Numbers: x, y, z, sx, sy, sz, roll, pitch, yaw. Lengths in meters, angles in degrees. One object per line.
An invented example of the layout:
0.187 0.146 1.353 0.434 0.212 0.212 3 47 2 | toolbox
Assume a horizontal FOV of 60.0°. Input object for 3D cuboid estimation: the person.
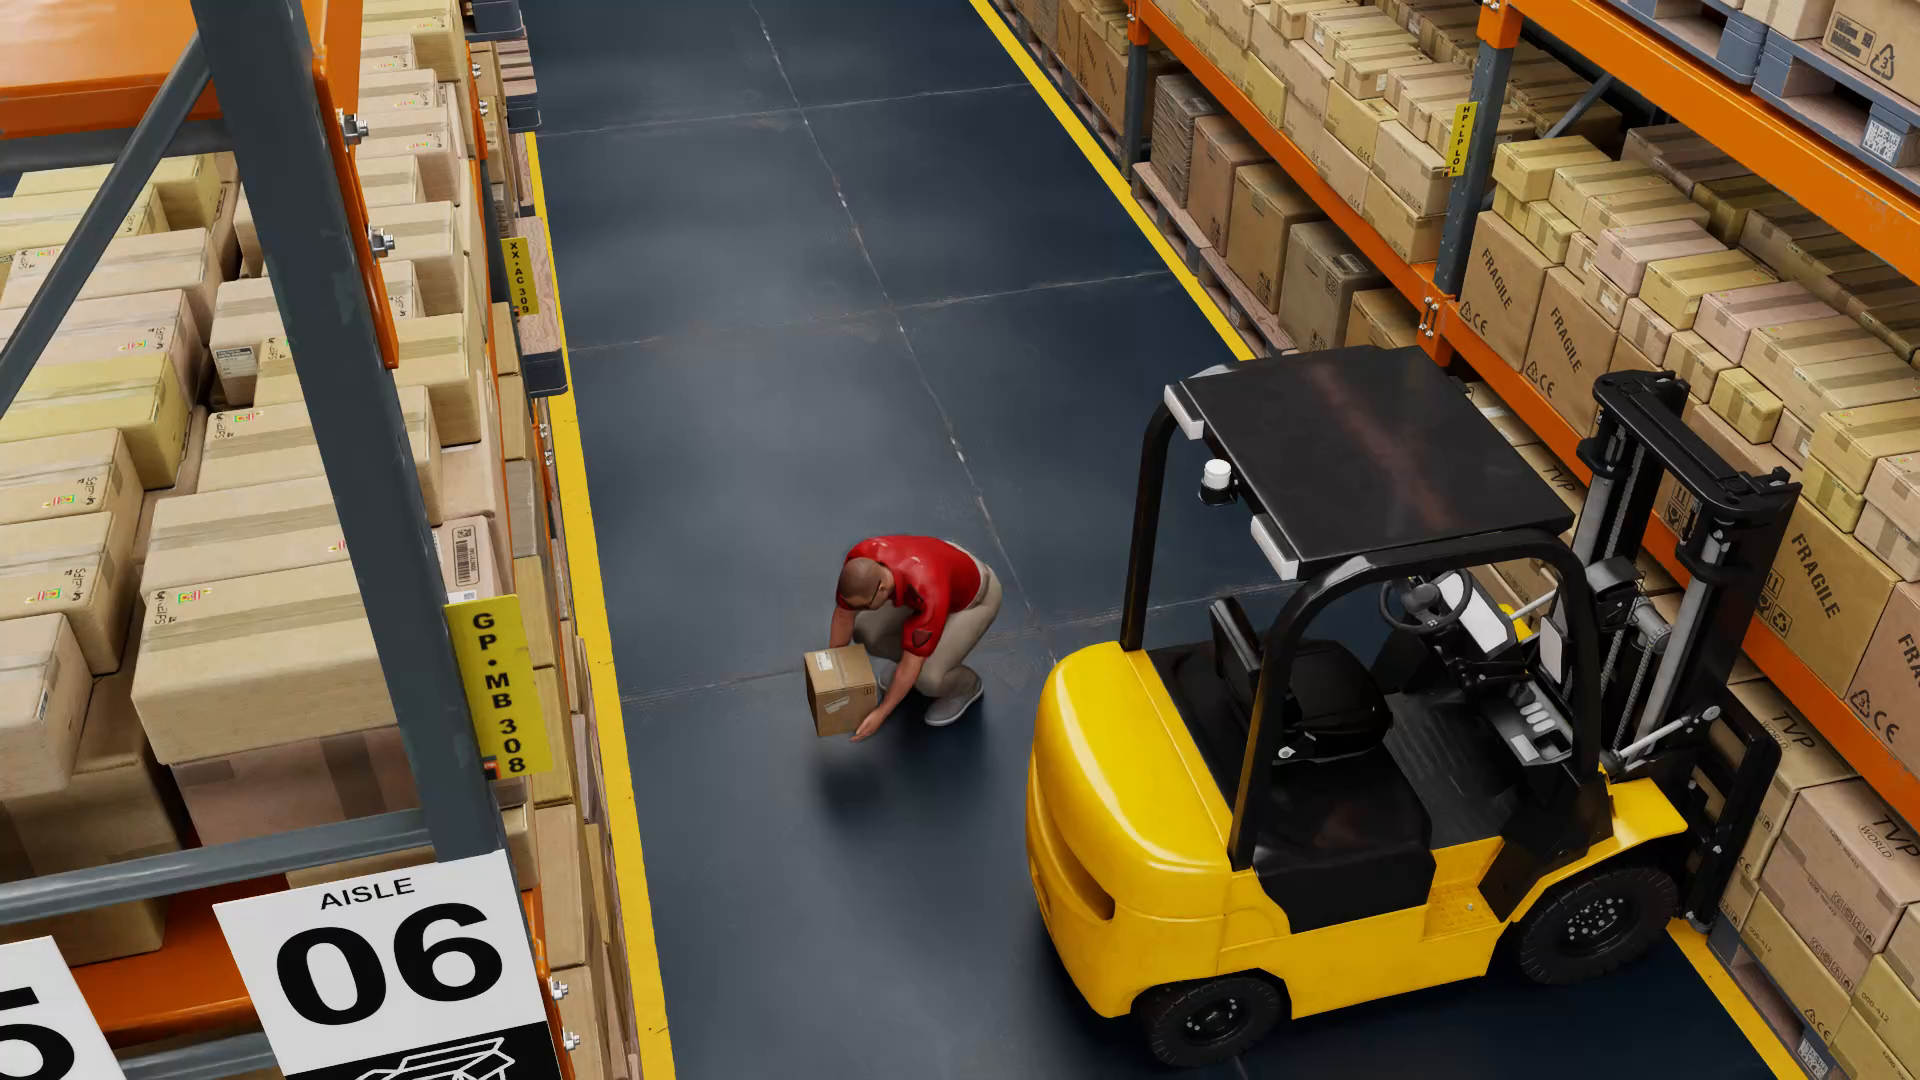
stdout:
-0.204 0.338 6.891 0.893 1.001 0.568 -30 47 -33 | person
